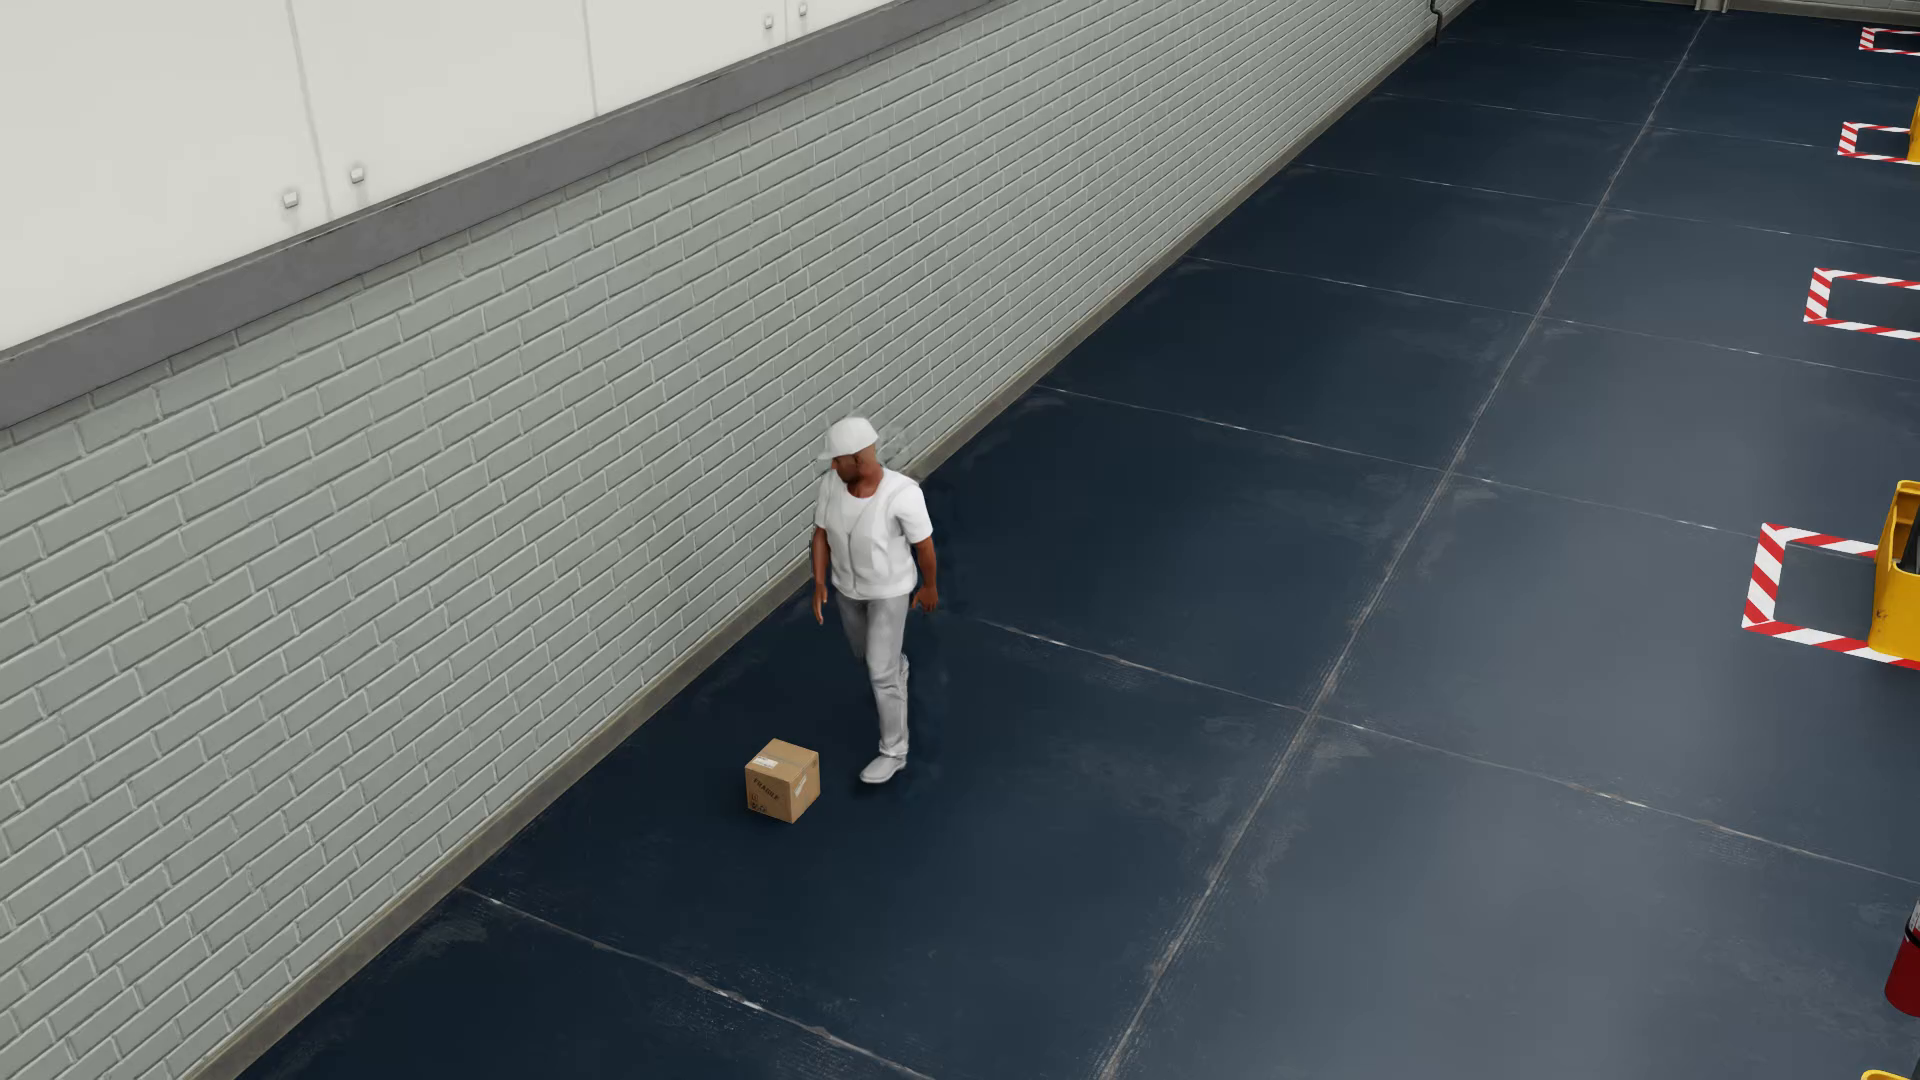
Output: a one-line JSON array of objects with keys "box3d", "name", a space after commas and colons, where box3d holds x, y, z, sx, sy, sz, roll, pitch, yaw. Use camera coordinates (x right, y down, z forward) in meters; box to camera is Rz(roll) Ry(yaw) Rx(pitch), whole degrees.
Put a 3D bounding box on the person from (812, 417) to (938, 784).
[{"box3d": [-0.415, 0.217, 7.897, 0.595, 1.721, 0.853, 18, 34, 28], "name": "person"}]
